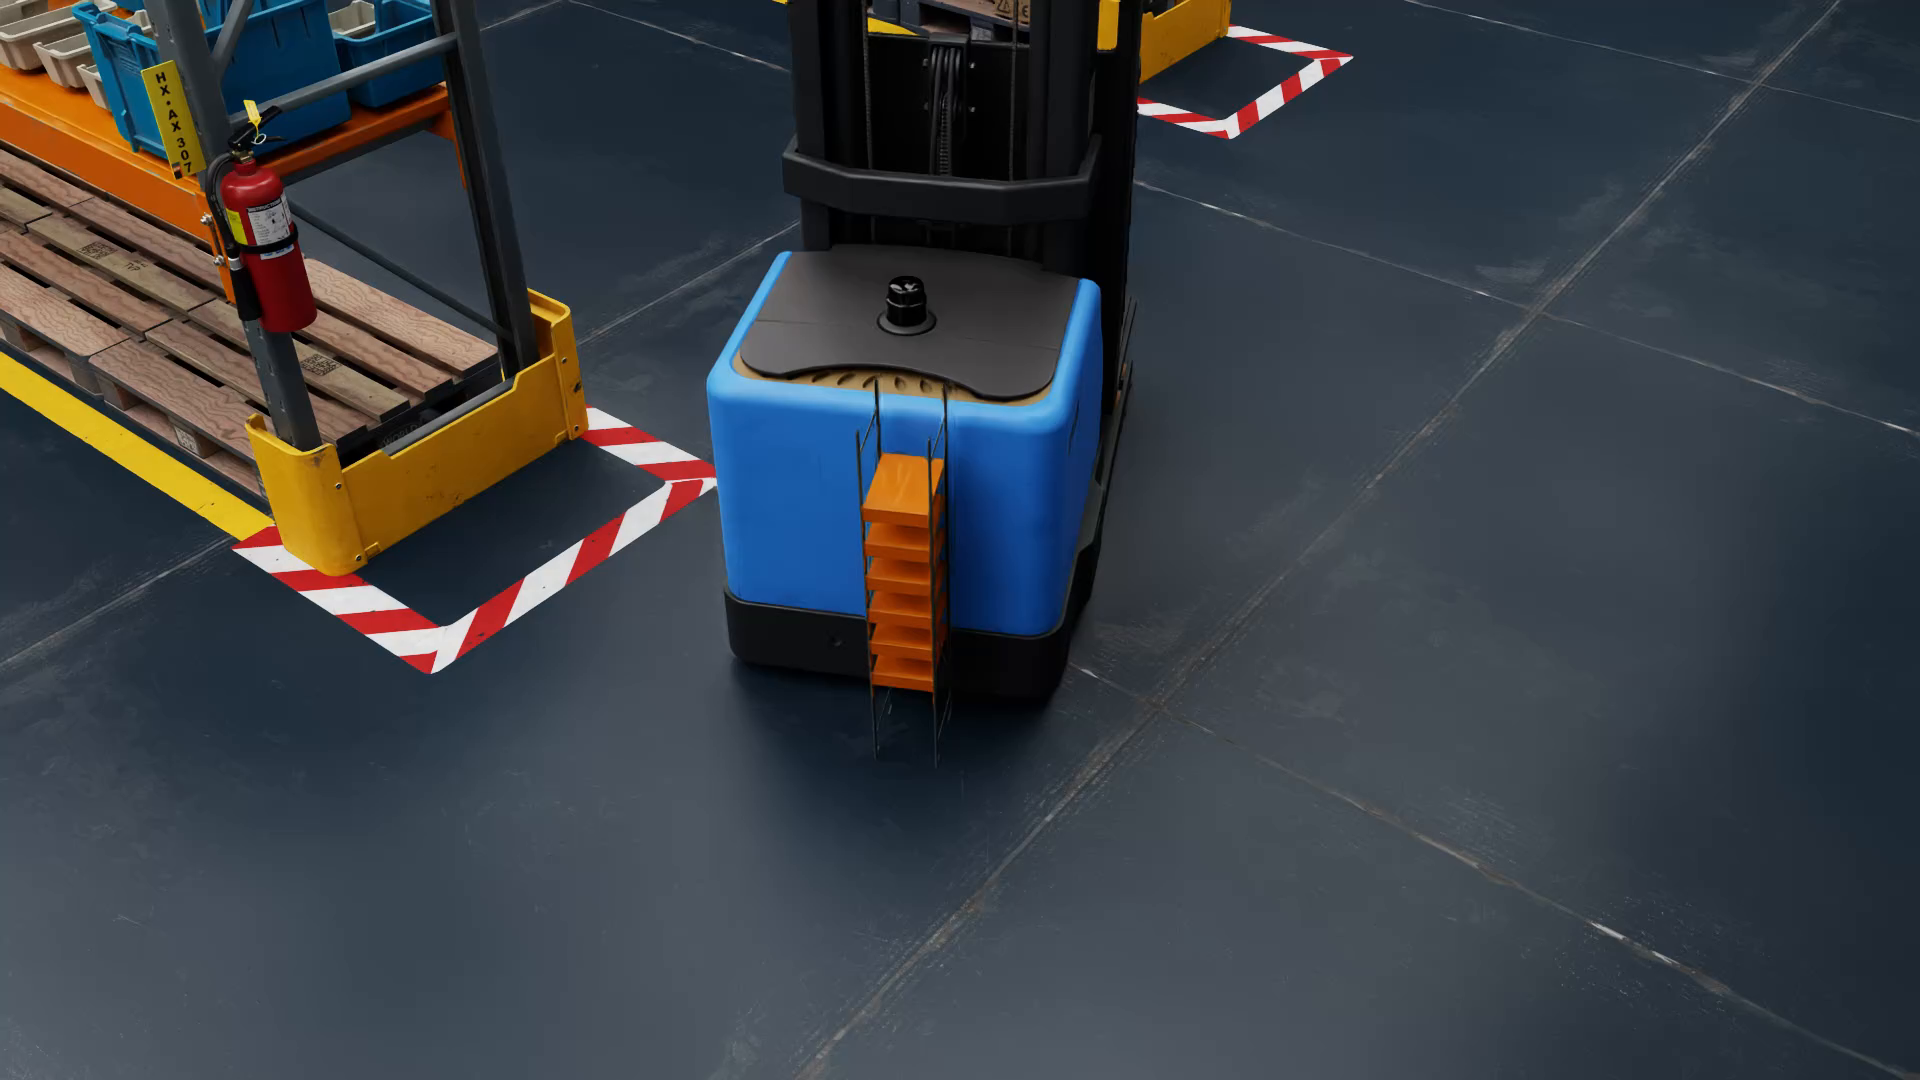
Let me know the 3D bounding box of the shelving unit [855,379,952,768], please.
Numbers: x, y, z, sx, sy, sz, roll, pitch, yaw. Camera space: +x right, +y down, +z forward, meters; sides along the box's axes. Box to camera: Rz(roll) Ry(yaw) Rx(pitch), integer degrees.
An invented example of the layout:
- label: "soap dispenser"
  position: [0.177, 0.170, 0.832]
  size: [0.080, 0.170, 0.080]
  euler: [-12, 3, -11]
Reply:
- label: "shelving unit"
  position: [-0.143, 0.125, 4.609]
  size: [0.189, 1.200, 0.258]
  euler: [6, 41, 8]

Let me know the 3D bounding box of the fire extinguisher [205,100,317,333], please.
- label: "fire extinguisher"
  position: [-2.053, -0.938, 4.880]
  size: [0.183, 0.674, 0.296]
  euler: [25, 45, 29]

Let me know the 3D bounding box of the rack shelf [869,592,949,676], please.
- label: "rack shelf"
  position: [-0.141, 0.251, 4.715]
  size: [0.180, 0.103, 0.258]
  euler: [6, 41, 8]

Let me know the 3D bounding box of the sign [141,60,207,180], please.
- label: "sign"
  position: [-2.218, -1.183, 4.696]
  size: [0.005, 0.325, 0.100]
  euler: [25, 45, 29]

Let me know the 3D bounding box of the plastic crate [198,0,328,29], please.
- label: "plastic crate"
  position: [-2.415, -1.852, 5.770]
  size: [0.300, 0.233, 0.416]
  euler: [25, 45, 29]

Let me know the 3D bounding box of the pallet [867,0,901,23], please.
- label: "pallet"
  position: [-0.543, -3.504, 10.055]
  size: [1.213, 0.211, 1.003]
  euler: [25, 45, 29]

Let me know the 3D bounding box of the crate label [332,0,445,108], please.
- label: "crate label"
  position: [-1.892, -1.606, 5.455]
  size: [0.303, 0.233, 0.416]
  euler: [25, 45, 29]

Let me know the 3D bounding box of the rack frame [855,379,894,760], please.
- label: "rack frame"
  position: [-0.233, 0.115, 4.622]
  size: [0.006, 1.200, 0.240]
  euler: [6, 41, 8]

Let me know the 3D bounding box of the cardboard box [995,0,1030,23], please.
- label: "cardboard box"
  position: [0.534, -3.090, 8.935]
  size: [0.500, 0.500, 0.500]
  euler: [25, 45, 29]

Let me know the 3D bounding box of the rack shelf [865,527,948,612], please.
- label: "rack shelf"
  position: [-0.143, 0.068, 4.560]
  size: [0.180, 0.103, 0.258]
  euler: [6, 41, 8]

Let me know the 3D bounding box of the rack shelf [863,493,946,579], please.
- label: "rack shelf"
  position: [-0.144, -0.024, 4.483]
  size: [0.180, 0.103, 0.258]
  euler: [6, 41, 8]

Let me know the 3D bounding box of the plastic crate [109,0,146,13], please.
- label: "plastic crate"
  position: [-2.938, -2.099, 6.085]
  size: [0.300, 0.233, 0.416]
  euler: [25, 45, 29]

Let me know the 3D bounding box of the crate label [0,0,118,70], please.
- label: "crate label"
  position: [-3.112, -1.739, 5.703]
  size: [0.243, 0.136, 0.396]
  euler: [25, 45, 29]

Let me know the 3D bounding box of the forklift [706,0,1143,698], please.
- label: "forklift"
  position: [0.057, -1.585, 5.397]
  size: [1.130, 2.935, 3.031]
  euler: [7, 39, 8]

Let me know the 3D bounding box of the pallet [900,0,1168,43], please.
- label: "pallet"
  position: [0.422, -3.047, 9.471]
  size: [1.213, 0.211, 1.003]
  euler: [25, 45, 29]

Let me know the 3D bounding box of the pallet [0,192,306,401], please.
- label: "pallet"
  position: [-3.493, -1.081, 6.960]
  size: [1.213, 0.211, 1.003]
  euler: [25, 45, 29]

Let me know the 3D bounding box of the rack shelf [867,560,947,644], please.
- label: "rack shelf"
  position: [-0.142, 0.159, 4.637]
  size: [0.180, 0.103, 0.258]
  euler: [6, 41, 8]

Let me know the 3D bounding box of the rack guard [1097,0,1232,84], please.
- label: "rack guard"
  position: [1.056, -2.863, 9.001]
  size: [0.348, 0.500, 1.175]
  euler: [25, 45, 29]

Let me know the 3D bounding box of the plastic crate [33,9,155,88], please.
- label: "plastic crate"
  position: [-2.876, -1.647, 5.585]
  size: [0.243, 0.136, 0.396]
  euler: [25, 45, 29]

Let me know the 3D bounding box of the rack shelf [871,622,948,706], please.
- label: "rack shelf"
  position: [-0.141, 0.343, 4.792]
  size: [0.180, 0.103, 0.258]
  euler: [6, 41, 8]

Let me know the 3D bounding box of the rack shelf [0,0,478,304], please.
- label: "rack shelf"
  position: [-3.485, -1.860, 6.276]
  size: [4.000, 0.370, 1.077]
  euler: [25, 45, 29]

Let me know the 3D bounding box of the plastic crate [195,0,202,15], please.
- label: "plastic crate"
  position: [-2.636, -1.983, 6.014]
  size: [0.298, 0.136, 0.250]
  euler: [25, 45, 29]

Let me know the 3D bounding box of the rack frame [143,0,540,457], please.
- label: "rack frame"
  position: [-1.896, -1.394, 5.098]
  size: [0.127, 3.000, 1.000]
  euler: [25, 45, 29]

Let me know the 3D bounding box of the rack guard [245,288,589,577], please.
- label: "rack guard"
  position: [-1.869, -0.407, 5.865]
  size: [0.348, 0.500, 1.175]
  euler: [25, 45, 29]

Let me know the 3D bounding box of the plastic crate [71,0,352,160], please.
- label: "plastic crate"
  position: [-2.276, -1.466, 5.112]
  size: [0.499, 0.435, 0.616]
  euler: [25, 45, 29]

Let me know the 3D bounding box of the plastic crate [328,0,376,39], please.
- label: "plastic crate"
  position: [-2.097, -1.728, 5.690]
  size: [0.298, 0.136, 0.250]
  euler: [25, 45, 29]

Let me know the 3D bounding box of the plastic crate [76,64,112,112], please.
- label: "plastic crate"
  position: [-2.654, -1.531, 5.437]
  size: [0.243, 0.136, 0.396]
  euler: [25, 45, 29]

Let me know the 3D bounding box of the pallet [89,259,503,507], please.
- label: "pallet"
  position: [-2.528, -0.624, 6.376]
  size: [1.213, 0.211, 1.003]
  euler: [25, 45, 29]

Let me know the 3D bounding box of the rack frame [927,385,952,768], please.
- label: "rack frame"
  position: [-0.053, 0.136, 4.596]
  size: [0.006, 1.200, 0.240]
  euler: [6, 41, 8]

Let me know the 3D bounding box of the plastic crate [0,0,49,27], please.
- label: "plastic crate"
  position: [-3.358, -1.841, 5.833]
  size: [0.250, 0.136, 0.298]
  euler: [25, 45, 29]

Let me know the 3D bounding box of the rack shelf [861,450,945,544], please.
- label: "rack shelf"
  position: [-0.145, -0.116, 4.405]
  size: [0.180, 0.103, 0.258]
  euler: [6, 41, 8]

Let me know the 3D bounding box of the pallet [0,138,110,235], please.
- label: "pallet"
  position: [-4.466, -1.538, 7.543]
  size: [1.213, 0.211, 1.003]
  euler: [25, 45, 29]
